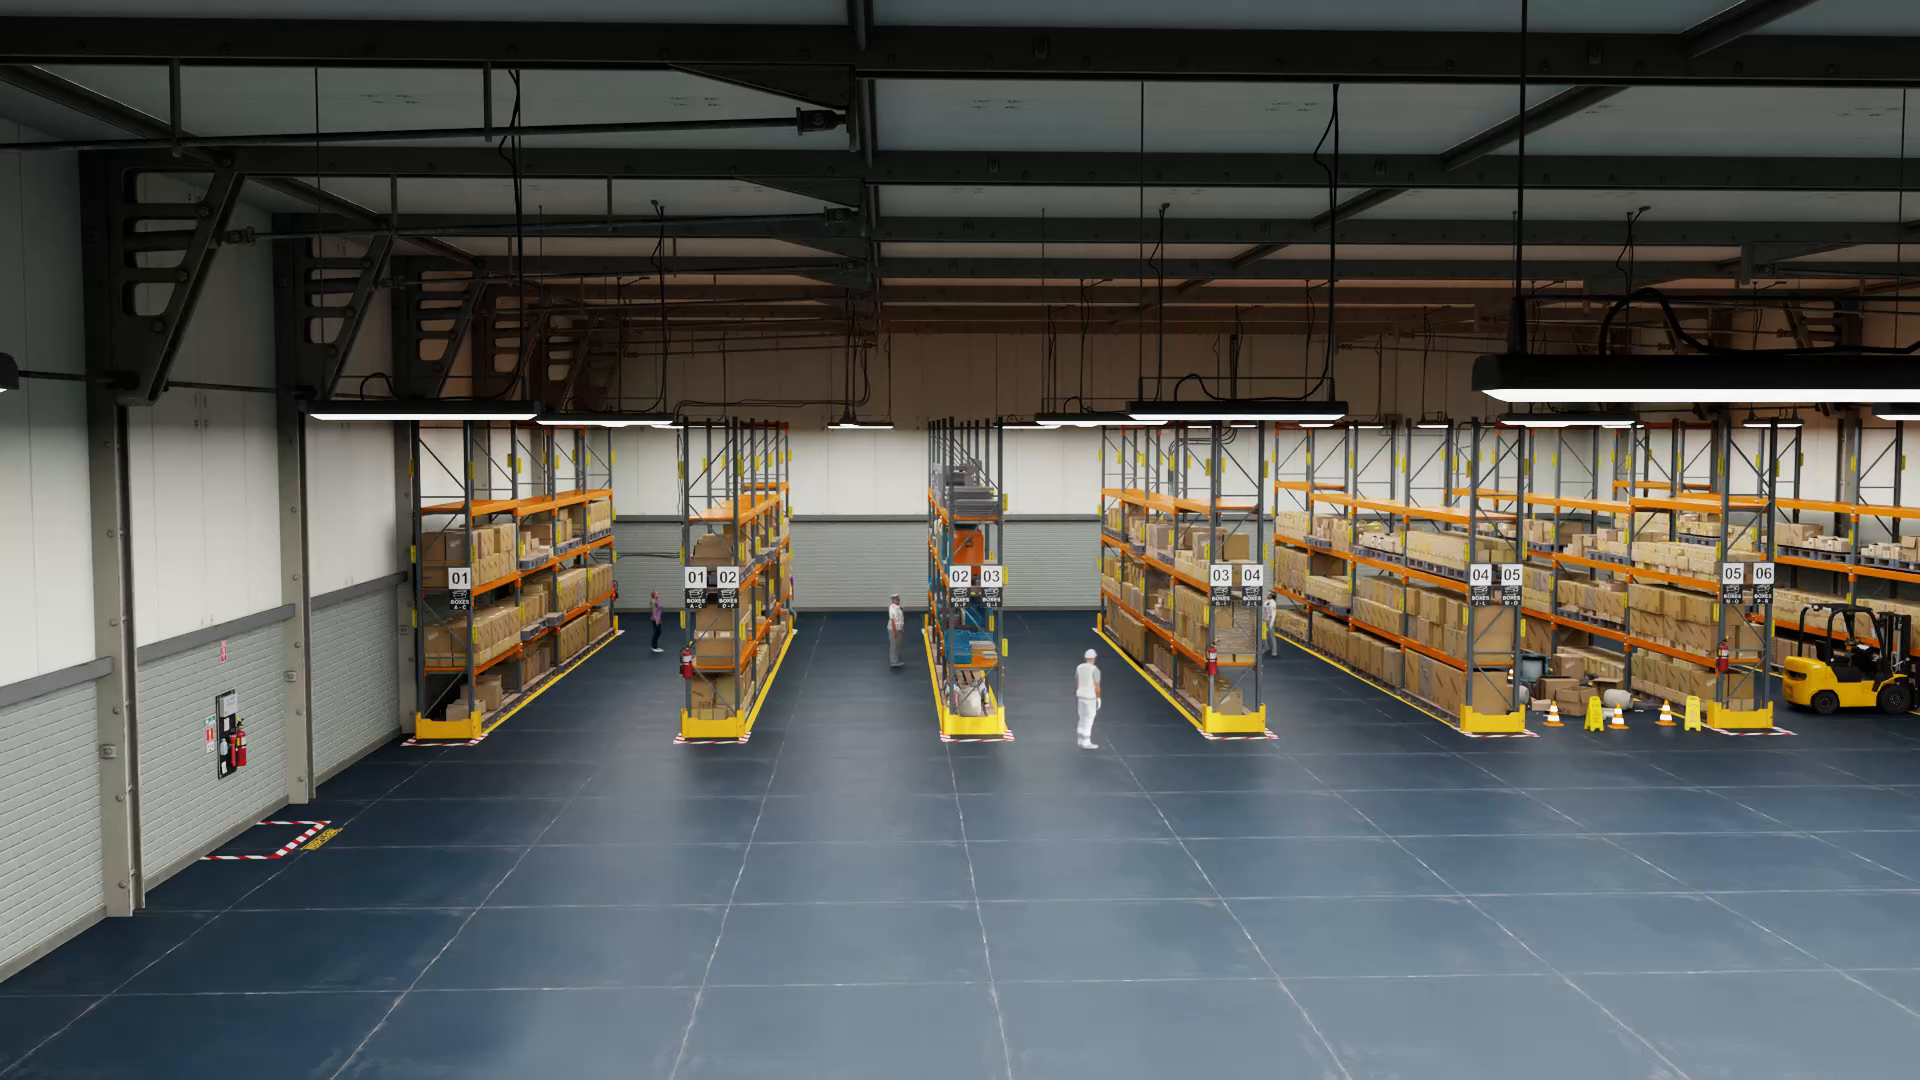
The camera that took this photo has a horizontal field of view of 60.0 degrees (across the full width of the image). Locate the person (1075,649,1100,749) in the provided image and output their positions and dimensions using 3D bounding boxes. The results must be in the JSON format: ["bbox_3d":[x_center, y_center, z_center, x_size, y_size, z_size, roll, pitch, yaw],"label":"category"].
[{"bbox_3d":[2.329,2.864,29.998,0.383,1.796,0.552,-3,5,-42],"label":"person"}]

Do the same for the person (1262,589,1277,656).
[{"bbox_3d":[7.910,2.097,42.605,0.396,1.695,0.614,-2,4,-31],"label":"person"}]

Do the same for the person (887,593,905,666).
[{"bbox_3d":[-1.565,2.183,40.490,0.404,1.770,0.573,1,4,12],"label":"person"}]

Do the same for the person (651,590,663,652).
[{"bbox_3d":[-7.877,2.114,43.233,0.310,1.631,0.462,-1,4,-8],"label":"person"}]

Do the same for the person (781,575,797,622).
[{"bbox_3d":[-5.203,1.613,49.322,0.545,1.756,0.693,3,5,39],"label":"person"}]
